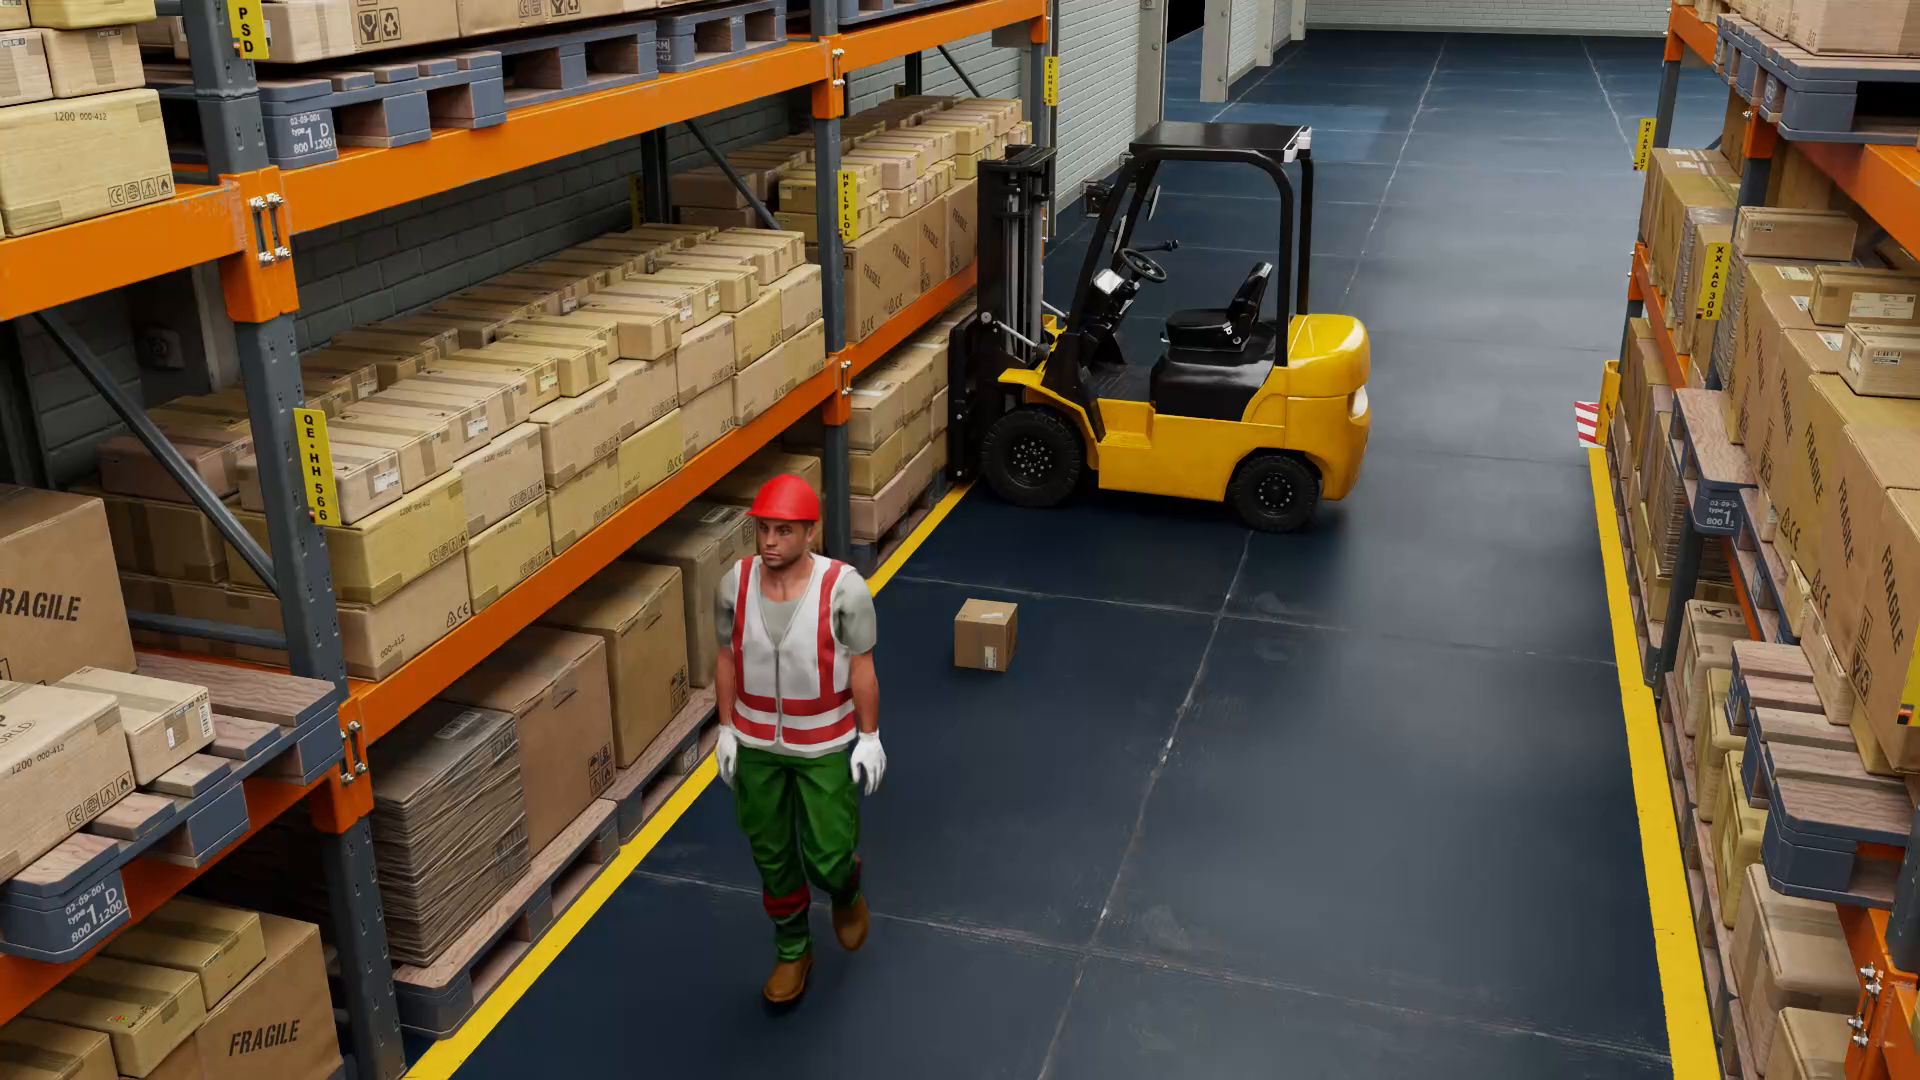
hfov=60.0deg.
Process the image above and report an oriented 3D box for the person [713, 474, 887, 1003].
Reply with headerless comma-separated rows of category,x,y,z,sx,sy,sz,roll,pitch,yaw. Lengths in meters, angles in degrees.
person,-0.517,0.640,5.363,0.568,1.781,0.508,5,22,12
